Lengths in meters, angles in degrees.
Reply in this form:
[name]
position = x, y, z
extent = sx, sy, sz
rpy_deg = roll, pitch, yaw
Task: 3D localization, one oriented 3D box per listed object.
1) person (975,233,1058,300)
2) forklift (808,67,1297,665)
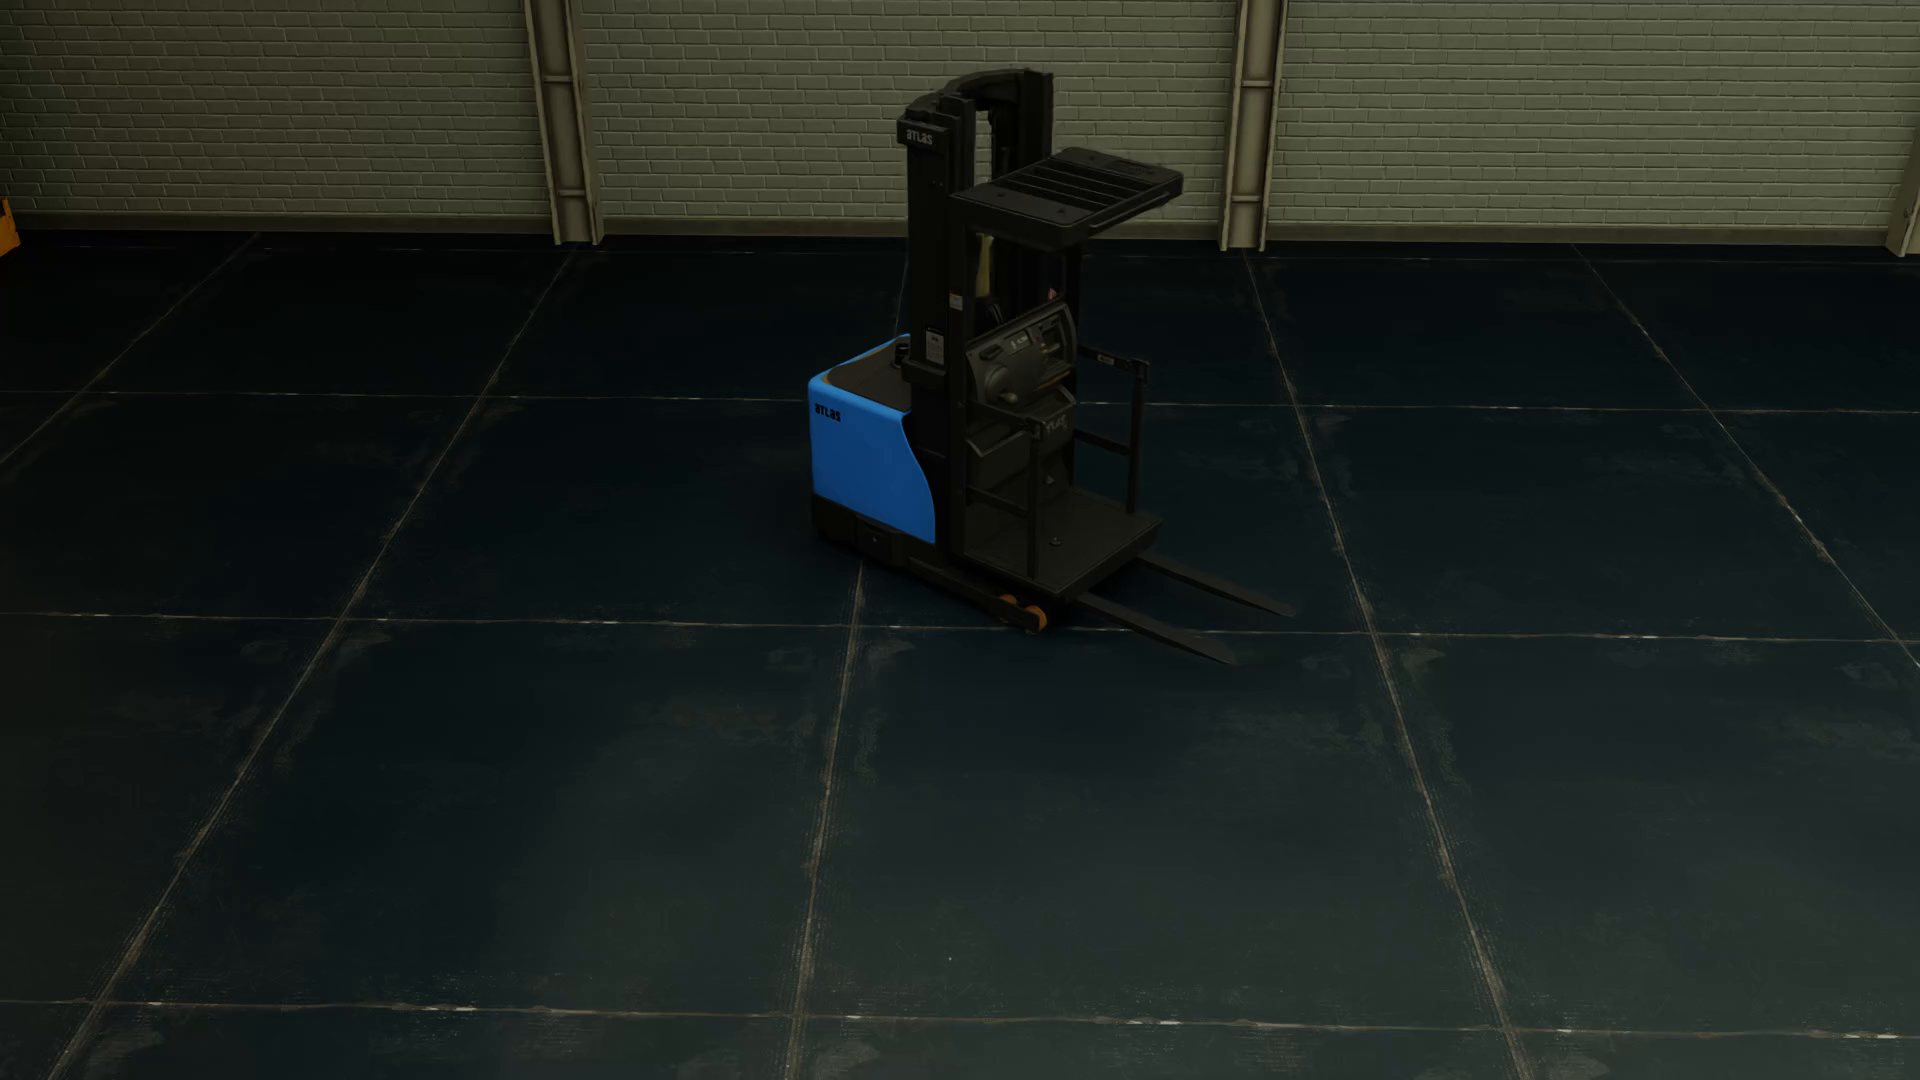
[person]
position = 0.396, -1.897, 12.261
extent = 0.596, 1.413, 0.718
rpy_deg = -15, 34, -24
[forklift]
position = 0.521, -1.022, 9.347
extent = 3.031, 2.935, 1.130
rpy_deg = 23, 37, 33
